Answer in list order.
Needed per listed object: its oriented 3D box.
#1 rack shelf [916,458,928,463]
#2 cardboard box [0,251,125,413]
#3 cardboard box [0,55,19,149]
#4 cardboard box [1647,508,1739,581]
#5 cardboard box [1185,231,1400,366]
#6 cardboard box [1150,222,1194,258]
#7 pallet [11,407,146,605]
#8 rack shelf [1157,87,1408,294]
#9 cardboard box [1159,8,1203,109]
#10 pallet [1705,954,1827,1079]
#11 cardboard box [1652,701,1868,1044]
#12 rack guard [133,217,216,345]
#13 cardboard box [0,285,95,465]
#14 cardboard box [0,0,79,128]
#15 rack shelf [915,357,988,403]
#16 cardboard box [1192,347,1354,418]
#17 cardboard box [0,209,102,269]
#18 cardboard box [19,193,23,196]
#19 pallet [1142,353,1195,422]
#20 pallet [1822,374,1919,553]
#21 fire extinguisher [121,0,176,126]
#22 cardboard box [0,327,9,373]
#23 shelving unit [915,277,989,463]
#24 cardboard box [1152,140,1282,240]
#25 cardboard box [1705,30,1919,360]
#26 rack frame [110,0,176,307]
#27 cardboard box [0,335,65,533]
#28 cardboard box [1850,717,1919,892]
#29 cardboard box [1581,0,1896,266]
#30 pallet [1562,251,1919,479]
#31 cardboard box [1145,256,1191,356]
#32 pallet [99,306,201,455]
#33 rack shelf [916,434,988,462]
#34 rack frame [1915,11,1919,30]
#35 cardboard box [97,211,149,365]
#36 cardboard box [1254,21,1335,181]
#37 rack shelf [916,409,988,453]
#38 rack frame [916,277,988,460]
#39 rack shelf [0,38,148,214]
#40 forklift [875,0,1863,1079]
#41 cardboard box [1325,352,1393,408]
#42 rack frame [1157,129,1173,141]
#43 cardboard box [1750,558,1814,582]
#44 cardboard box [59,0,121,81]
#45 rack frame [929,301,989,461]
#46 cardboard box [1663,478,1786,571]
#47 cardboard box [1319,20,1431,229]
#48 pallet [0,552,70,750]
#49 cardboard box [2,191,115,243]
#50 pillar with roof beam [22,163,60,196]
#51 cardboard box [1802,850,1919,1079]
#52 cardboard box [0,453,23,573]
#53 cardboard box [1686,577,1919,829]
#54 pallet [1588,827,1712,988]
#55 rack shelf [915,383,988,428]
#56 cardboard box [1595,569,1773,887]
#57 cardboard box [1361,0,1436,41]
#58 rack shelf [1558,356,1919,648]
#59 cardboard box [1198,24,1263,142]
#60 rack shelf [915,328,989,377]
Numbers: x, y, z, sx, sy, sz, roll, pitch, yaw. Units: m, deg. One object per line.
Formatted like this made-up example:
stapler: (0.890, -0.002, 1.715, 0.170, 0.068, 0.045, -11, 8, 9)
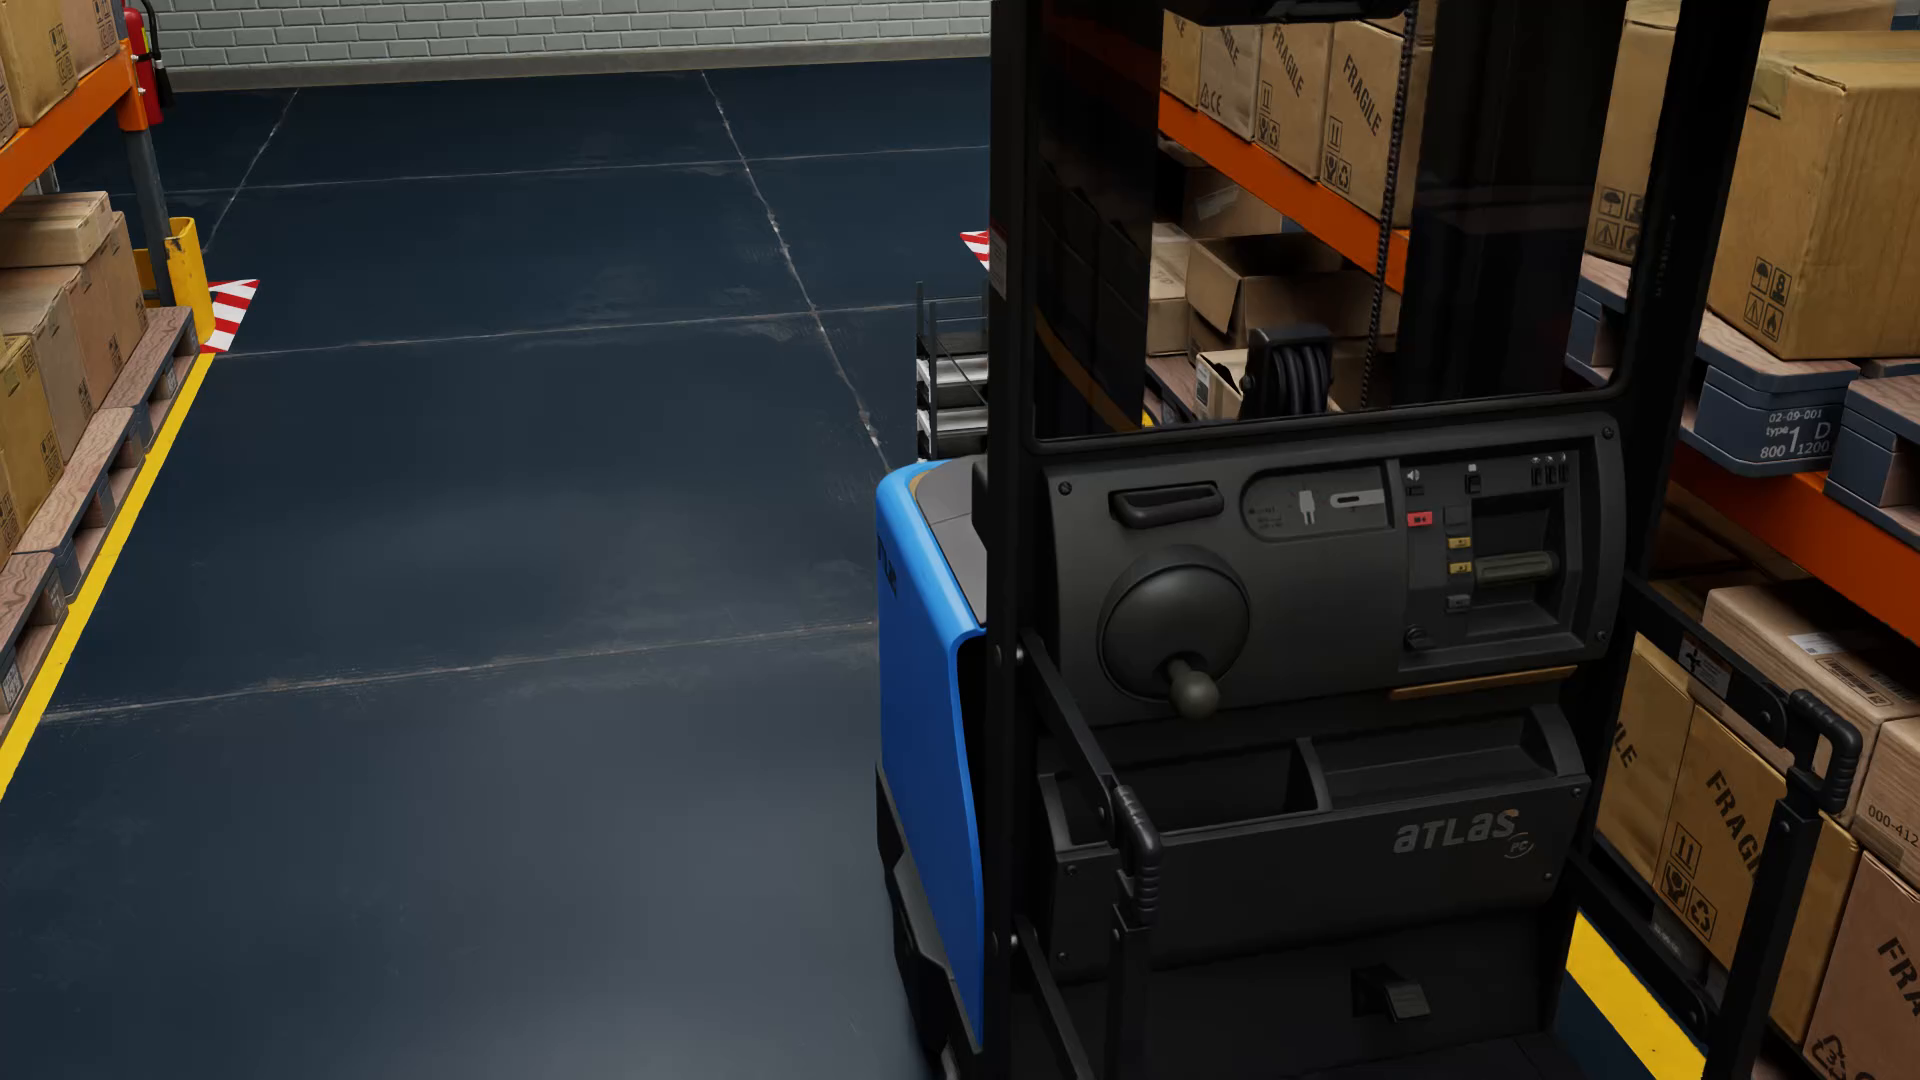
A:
rack shelf: (-0.002, -0.215, 5.650, 0.258, 0.077, 0.200, -6, 27, -12)
cardboard box: (-3.628, -0.773, 6.260, 0.700, 0.500, 0.500, -6, 27, -12)
cardboard box: (-3.533, -1.475, 5.011, 0.980, 0.700, 0.700, -7, 28, -14)
cardboard box: (1.603, 0.190, 4.331, 0.500, 0.500, 0.500, -7, 28, -14)
cardboard box: (1.303, -0.873, 6.433, 0.797, 0.503, 0.637, -6, 27, -12)
cardboard box: (0.789, -1.205, 7.371, 0.500, 0.250, 0.500, -6, 27, -12)
pallet: (-3.468, -0.095, 5.705, 1.003, 0.211, 1.213, -6, 27, -12)
rack shelf: (1.281, -1.523, 6.238, 1.077, 0.370, 4.000, -6, 27, -12)
cardboard box: (1.016, -1.880, 6.034, 0.500, 0.500, 0.500, -6, 27, -11)
pallet: (2.230, 1.168, 3.201, 1.003, 0.211, 1.213, -6, 27, -12)
cardboard box: (1.839, 0.643, 3.433, 0.500, 0.500, 0.500, -6, 27, -11)
rack guard: (-4.001, -1.113, 7.400, 1.175, 0.500, 0.348, -6, 27, -12)
cardboard box: (-3.514, -0.552, 5.823, 0.700, 0.500, 0.500, -7, 28, -13)
cardboard box: (-3.696, -1.811, 5.676, 0.980, 0.700, 0.700, -6, 27, -12)
rack shelf: (-0.002, -0.536, 5.488, 0.258, 0.077, 0.200, -6, 27, -12)
cardboard box: (1.157, -0.513, 5.934, 0.500, 0.311, 0.500, -6, 27, -12)
cardboard box: (-3.476, -1.132, 6.252, 0.380, 0.149, 0.250, -5, 27, -10)
cardboard box: (-3.963, -1.317, 6.618, 0.380, 0.149, 0.250, -6, 27, -11)
pallet: (1.299, -0.560, 6.625, 1.003, 0.211, 1.213, -6, 27, -12)
pallet: (2.190, 0.022, 2.591, 1.003, 0.211, 1.213, -6, 27, -12)
fire extinguisher: (-3.580, -2.130, 7.141, 0.296, 0.674, 0.183, -6, 27, -12)
cardboard box: (-3.180, -0.560, 5.118, 0.380, 0.149, 0.250, -7, 28, -13)
shelving unit: (-0.002, -0.405, 5.554, 0.258, 0.900, 0.210, -6, 27, -12)
cardboard box: (1.192, -1.589, 7.856, 0.500, 0.500, 0.500, -6, 27, -12)
cardboard box: (1.837, -0.673, 3.177, 0.700, 0.500, 0.500, -2, 27, -3)
rack frame: (-3.996, -2.218, 6.815, 1.000, 3.000, 0.127, -6, 27, -12)
cardboard box: (-3.386, -0.319, 5.360, 0.700, 0.500, 0.500, -5, 27, -10)
cardboard box: (1.942, 0.514, 2.856, 0.500, 0.250, 0.500, -6, 27, -13)
cardboard box: (1.620, -0.968, 3.762, 0.700, 0.500, 0.500, -16, 31, -29)
pallet: (1.805, -0.519, 3.662, 1.003, 0.211, 1.213, -6, 27, -12)
cardboard box: (0.901, -0.985, 6.936, 0.500, 0.250, 0.500, -6, 27, -12)
pallet: (-3.739, -0.630, 6.764, 1.003, 0.211, 1.213, -6, 27, -12)
rack shelf: (-0.002, -0.295, 5.610, 0.258, 0.077, 0.200, -6, 27, -12)
rack frame: (5.657, -3.224, 8.809, 1.000, 3.000, 0.127, -6, 27, -12)
cardboard box: (-3.740, -0.992, 6.695, 0.700, 0.500, 0.500, -6, 27, -12)
cardboard box: (1.251, -1.431, 5.145, 0.500, 0.500, 0.500, -5, 27, -10)
rack shelf: (-0.002, -0.376, 5.569, 0.258, 0.077, 0.200, -6, 27, -12)
rack frame: (-0.025, -0.450, 5.643, 0.240, 0.900, 0.006, -6, 27, -12)
rack shelf: (-3.545, -1.019, 5.238, 1.077, 0.370, 4.000, -6, 27, -12)
forklift: (0.638, 0.077, 2.345, 1.130, 2.935, 3.031, -6, 27, -12)
cardboard box: (1.327, -0.268, 5.239, 0.500, 0.500, 0.500, -6, 27, -12)
rack frame: (0.830, -2.723, 7.815, 1.000, 3.000, 0.127, -6, 27, -12)
cardboard box: (2.225, 0.358, 3.997, 0.500, 0.500, 0.500, -6, 27, -11)
cardboard box: (-3.871, -2.129, 6.306, 0.980, 0.700, 0.700, -5, 27, -9)
rack frame: (0.021, -0.361, 5.466, 0.240, 0.900, 0.006, -6, 27, -12)
cardboard box: (2.122, 0.140, 4.429, 0.500, 0.500, 0.500, -6, 27, -12)
cardboard box: (1.369, -1.205, 4.697, 0.500, 0.500, 0.500, -6, 27, -11)
pallet: (-3.189, 0.441, 4.642, 1.003, 0.211, 1.213, -6, 27, -12)
cardboard box: (-3.534, -1.244, 6.474, 0.380, 0.149, 0.250, -6, 27, -12)
pillar with roof beam: (-1.253, -6.431, 8.504, 9.100, 9.000, 0.400, -6, 27, -12)
cardboard box: (1.953, 0.865, 2.993, 0.500, 0.500, 0.500, -7, 28, -14)
cardboard box: (-3.273, -0.093, 4.914, 0.700, 0.500, 0.500, -6, 27, -12)
cardboard box: (1.828, 0.294, 3.292, 0.500, 0.250, 0.500, -6, 27, -11)
pallet: (1.951, 0.632, 4.265, 1.003, 0.211, 1.213, -6, 27, -12)
rack shelf: (-0.002, -0.456, 5.529, 0.258, 0.077, 0.200, -6, 27, -12)
cardboard box: (1.734, 0.423, 3.869, 0.500, 0.500, 0.500, -6, 27, -11)
cardboard box: (1.365, -1.653, 4.476, 0.500, 0.500, 0.500, -6, 27, -11)
rack shelf: (2.182, 0.233, 2.759, 1.077, 0.370, 4.000, -6, 27, -12)
cardboard box: (1.133, -1.656, 5.591, 0.500, 0.500, 0.500, -5, 27, -10)
rack shelf: (-0.002, -0.617, 5.448, 0.258, 0.077, 0.200, -6, 27, -12)
